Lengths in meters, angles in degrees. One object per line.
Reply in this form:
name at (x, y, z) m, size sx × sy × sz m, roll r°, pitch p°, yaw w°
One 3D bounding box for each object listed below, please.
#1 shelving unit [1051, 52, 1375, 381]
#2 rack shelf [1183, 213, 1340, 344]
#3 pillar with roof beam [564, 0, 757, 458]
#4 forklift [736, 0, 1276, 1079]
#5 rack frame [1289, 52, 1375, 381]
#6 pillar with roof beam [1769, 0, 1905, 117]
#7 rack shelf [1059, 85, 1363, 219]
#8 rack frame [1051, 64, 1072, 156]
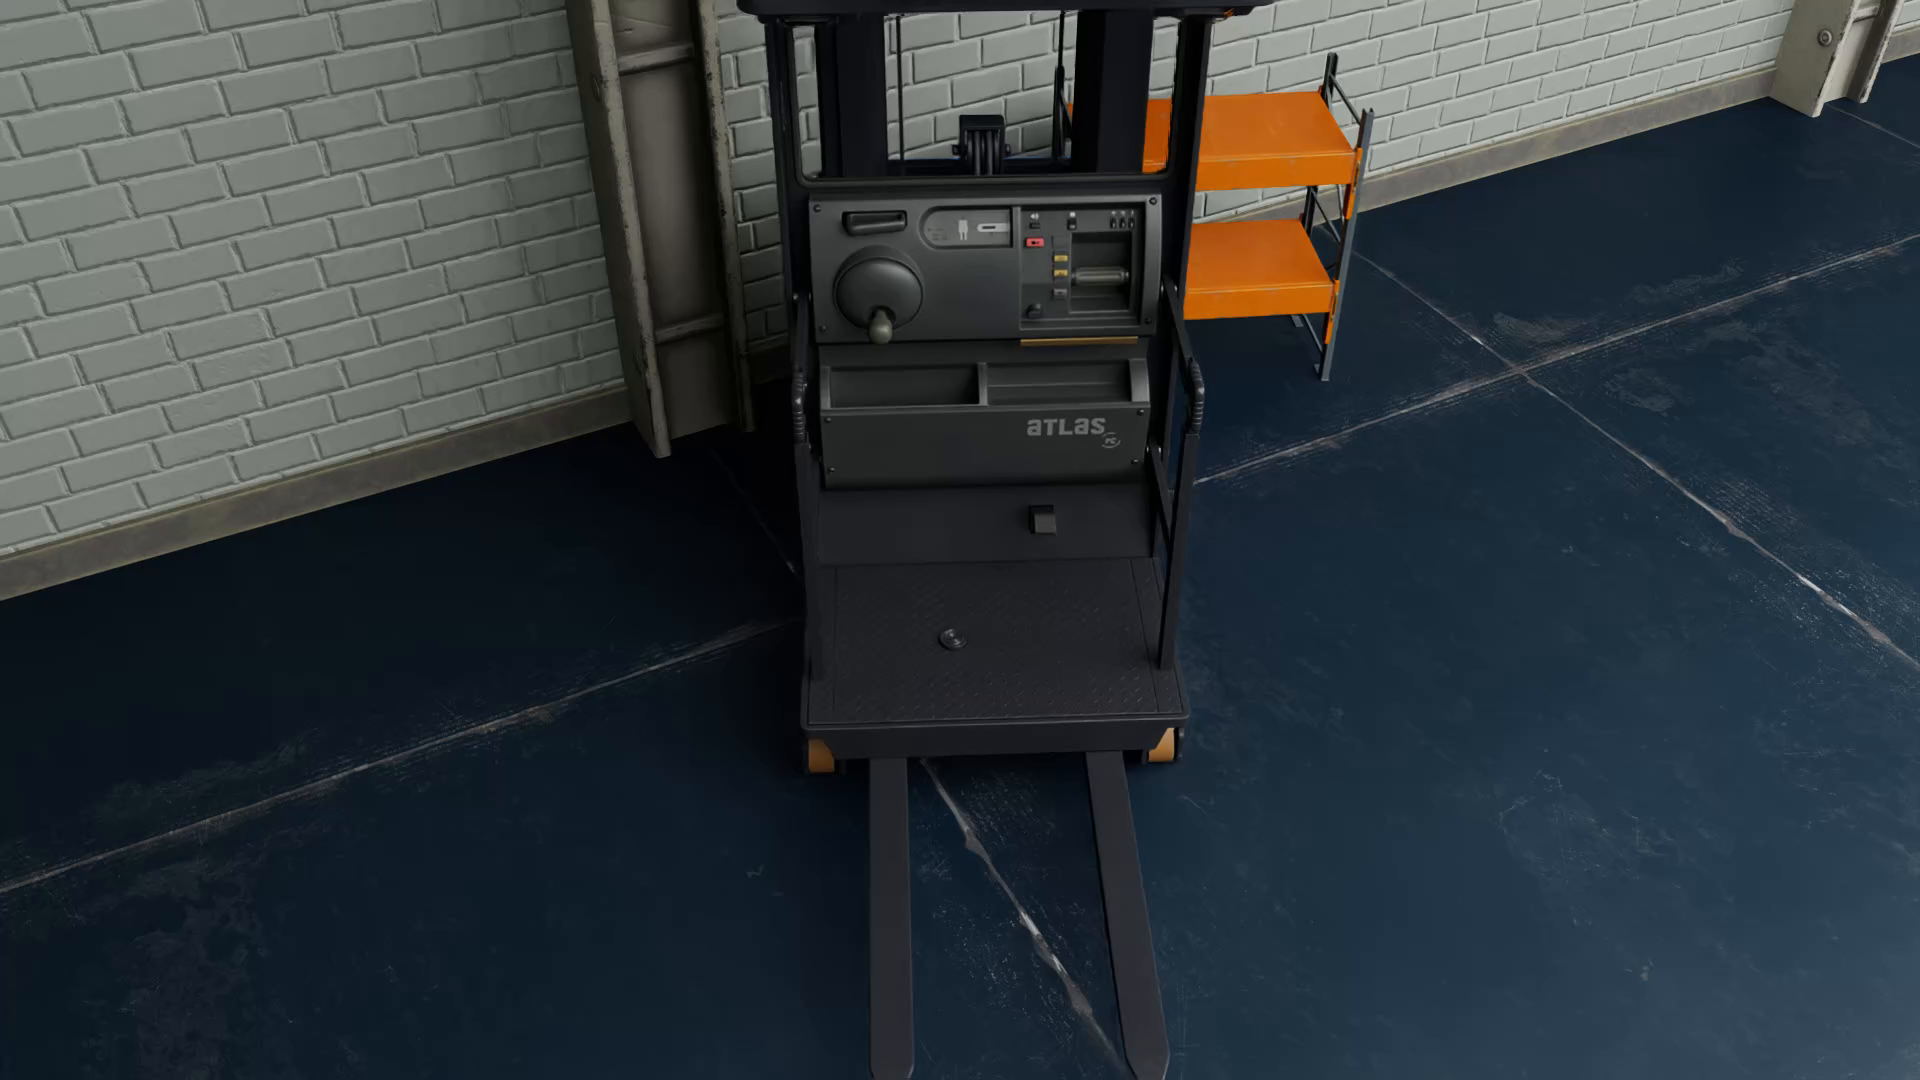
shelving unit at (0.890, -1.176, 6.268) m, size 1.048 × 1.125 × 0.538 m, roll -4°, pitch 40°, yaw -4°
rack shelf at (0.890, -0.989, 6.426) m, size 1.000 × 0.278 × 0.538 m, roll -4°, pitch 40°, yaw -4°
pillar with roof beam at (0.982, -1.413, 0.454) m, size 0.400 × 9.000 × 9.100 m, roll -19°, pitch 44°, yaw -21°
forklift at (0.080, -0.645, 4.243) m, size 1.130 × 2.935 × 3.031 m, roll -2°, pitch 40°, yaw -2°
rack frame at (1.396, -1.209, 6.307) m, size 0.032 × 1.125 × 0.500 m, roll -4°, pitch 40°, yaw -4°
pillar with roof beam at (6.304, -3.203, 2.569) m, size 0.400 × 9.000 × 9.100 m, roll -19°, pitch 44°, yaw -21°
rack shelf at (0.890, -1.399, 6.079) m, size 1.000 × 0.278 × 0.538 m, roll -4°, pitch 40°, yaw -4°
rack frame at (0.385, -1.142, 6.229) m, size 0.032 × 1.125 × 0.500 m, roll -4°, pitch 40°, yaw -4°
